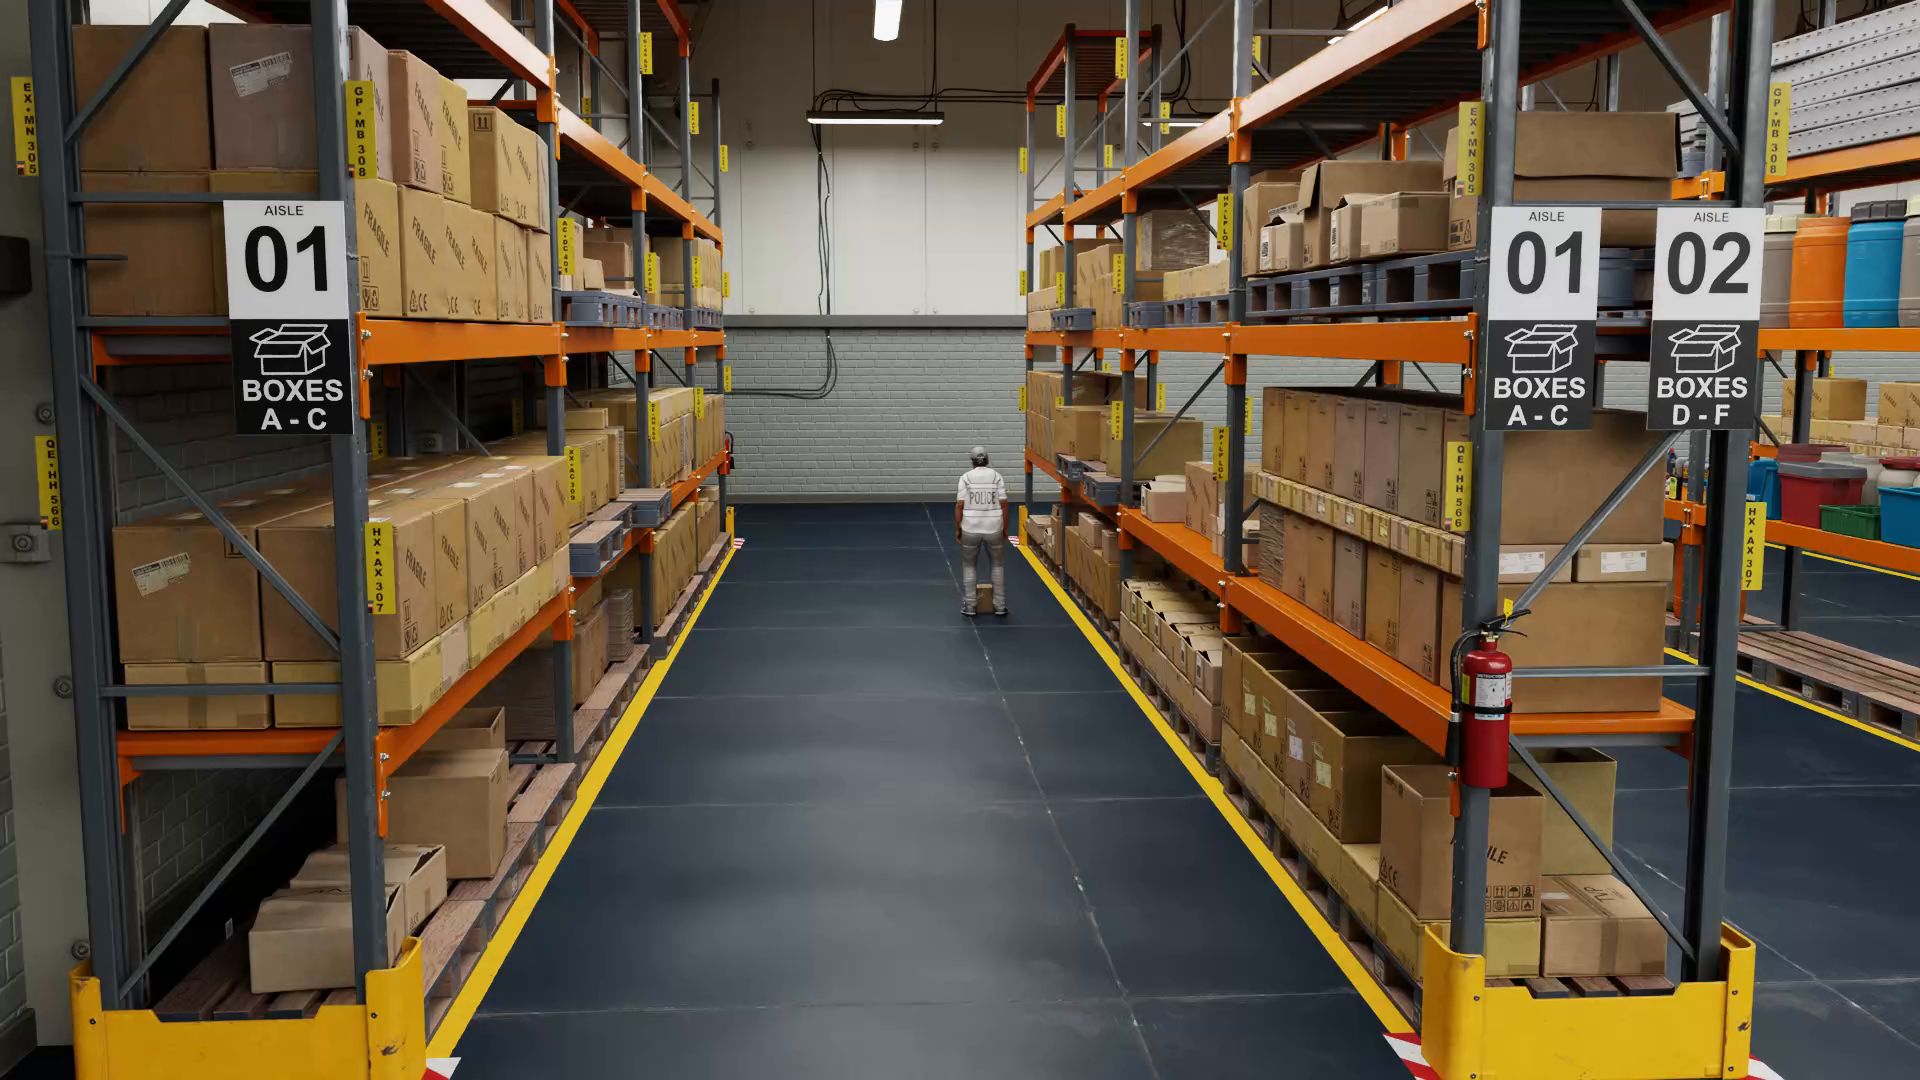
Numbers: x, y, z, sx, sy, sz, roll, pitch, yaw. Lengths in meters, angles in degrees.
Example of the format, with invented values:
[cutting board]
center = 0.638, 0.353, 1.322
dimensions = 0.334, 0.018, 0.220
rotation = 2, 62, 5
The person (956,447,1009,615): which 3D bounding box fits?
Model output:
[person]
center = 0.226, -0.088, 16.447
dimensions = 0.547, 1.666, 0.473
rotation = 0, 7, -3
